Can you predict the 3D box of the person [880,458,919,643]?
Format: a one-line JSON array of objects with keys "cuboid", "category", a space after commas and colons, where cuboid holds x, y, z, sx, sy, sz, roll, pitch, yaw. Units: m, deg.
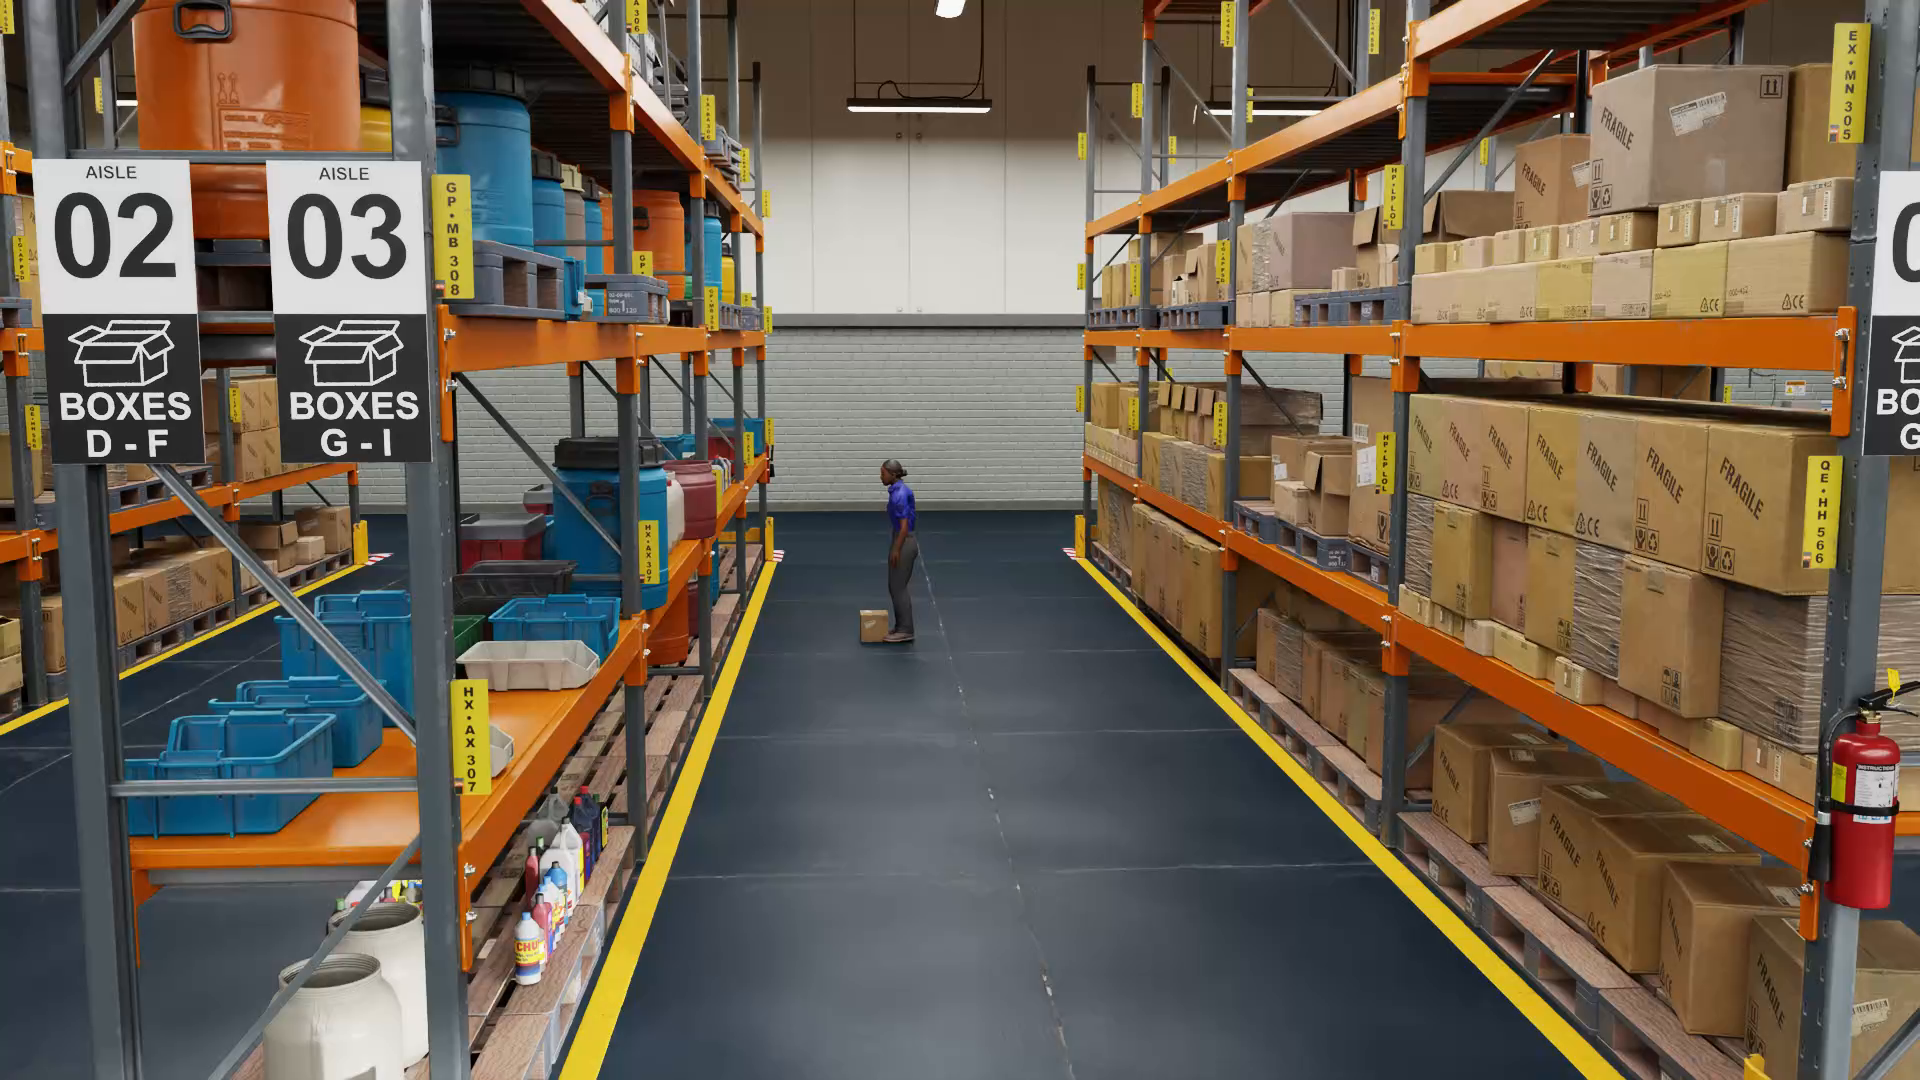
[{"cuboid": [-0.552, 0.083, 15.089, 0.346, 1.655, 0.506, 0, 7, -3], "category": "person"}]
